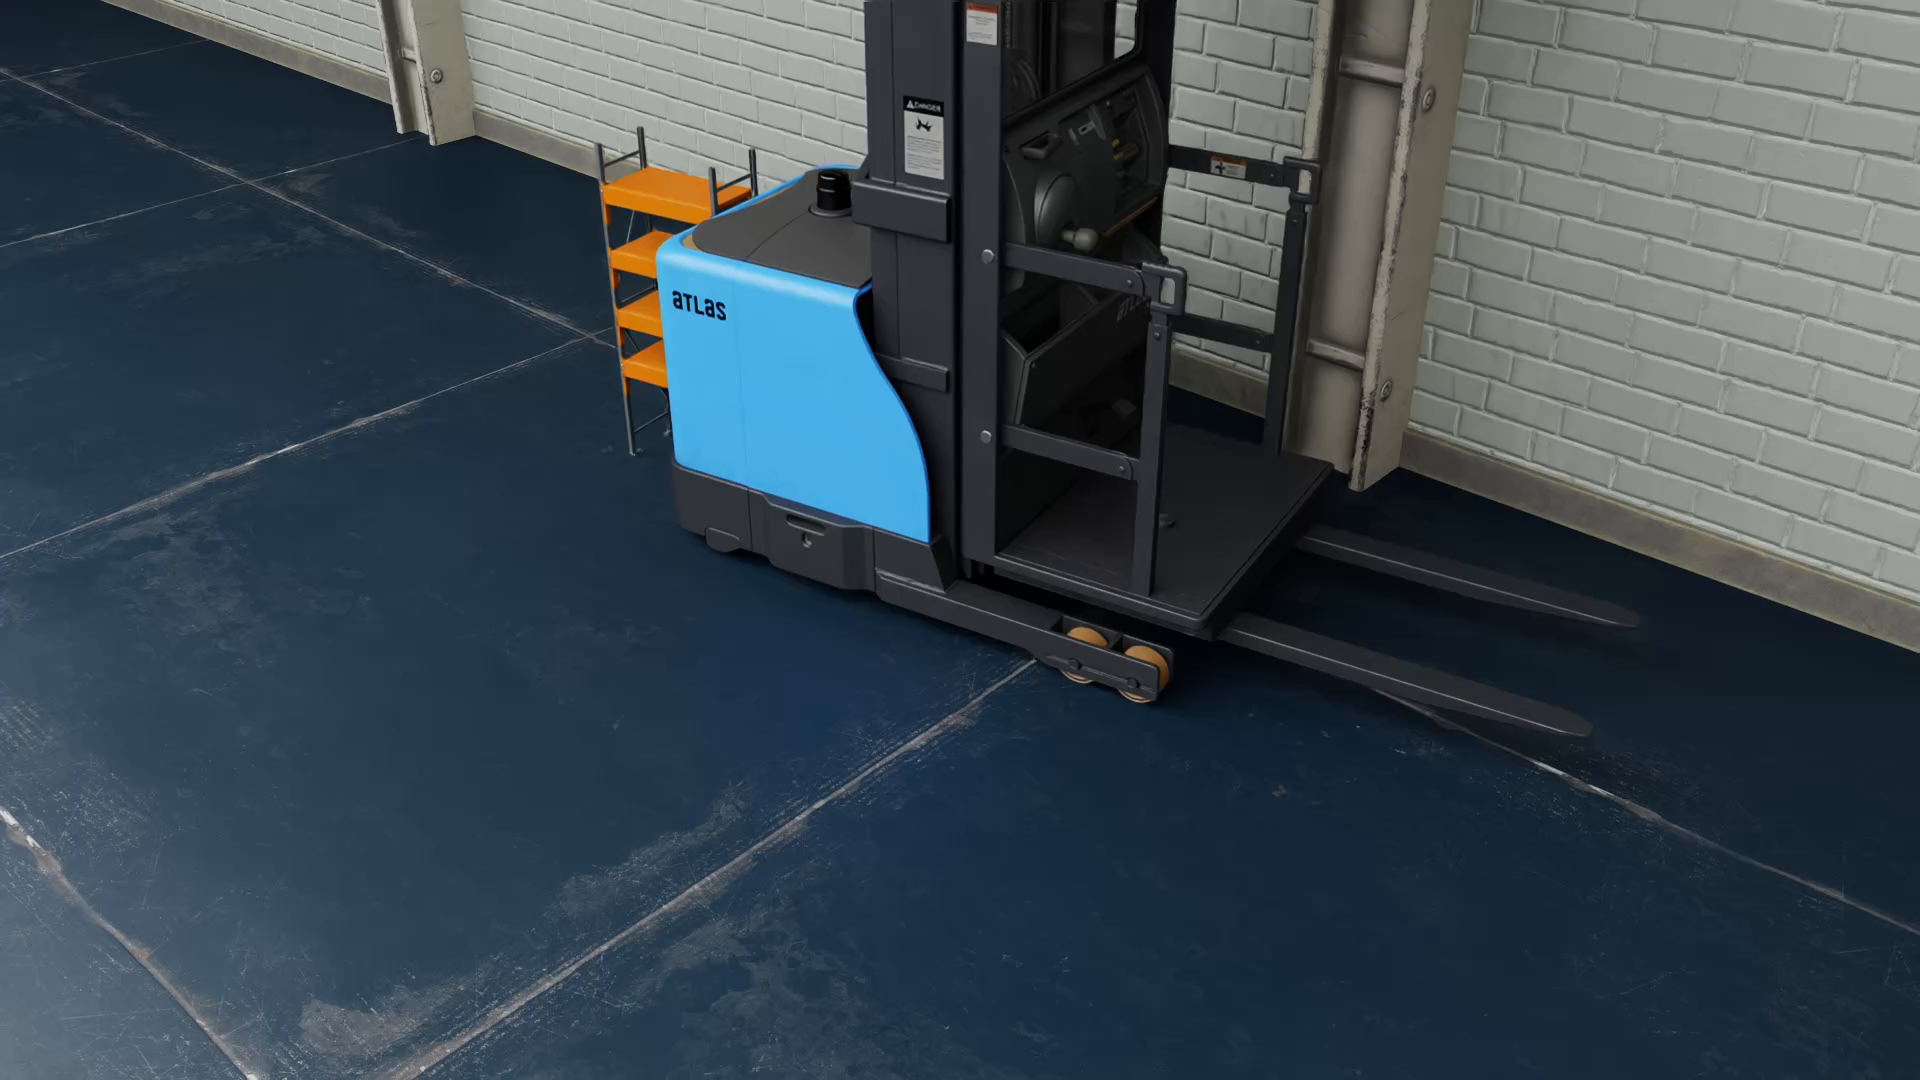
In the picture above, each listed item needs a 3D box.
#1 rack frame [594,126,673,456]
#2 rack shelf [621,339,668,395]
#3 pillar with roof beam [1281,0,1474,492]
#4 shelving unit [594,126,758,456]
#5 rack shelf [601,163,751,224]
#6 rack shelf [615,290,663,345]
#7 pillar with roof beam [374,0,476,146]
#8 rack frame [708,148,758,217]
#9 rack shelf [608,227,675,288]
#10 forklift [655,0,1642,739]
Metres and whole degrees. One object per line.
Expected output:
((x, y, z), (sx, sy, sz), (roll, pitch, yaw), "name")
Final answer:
((-1.178, -0.885, 6.057), (0.015, 1.200, 0.240), (17, 35, 26), "rack frame")
((-0.968, -0.593, 6.087), (0.480, 0.148, 0.258), (17, 35, 26), "rack shelf")
((-1.479, -2.509, 1.192), (0.400, 9.000, 9.100), (25, 39, 35), "pillar with roof beam")
((-0.968, -0.821, 5.950), (0.503, 1.200, 0.258), (17, 35, 26), "shelving unit")
((-0.968, -1.157, 5.747), (0.480, 0.148, 0.258), (17, 35, 26), "rack shelf")
((-0.968, -0.763, 5.985), (0.480, 0.148, 0.258), (17, 35, 26), "rack shelf")
((-5.928, -4.585, 4.641), (0.400, 9.000, 9.100), (25, 39, 35), "pillar with roof beam")
((-0.759, -0.756, 5.843), (0.015, 1.200, 0.240), (17, 35, 26), "rack frame")
((-0.968, -0.955, 5.869), (0.480, 0.148, 0.258), (17, 35, 26), "rack shelf")
((0.552, -1.086, 4.711), (3.031, 2.935, 1.130), (17, 35, 26), "forklift")
